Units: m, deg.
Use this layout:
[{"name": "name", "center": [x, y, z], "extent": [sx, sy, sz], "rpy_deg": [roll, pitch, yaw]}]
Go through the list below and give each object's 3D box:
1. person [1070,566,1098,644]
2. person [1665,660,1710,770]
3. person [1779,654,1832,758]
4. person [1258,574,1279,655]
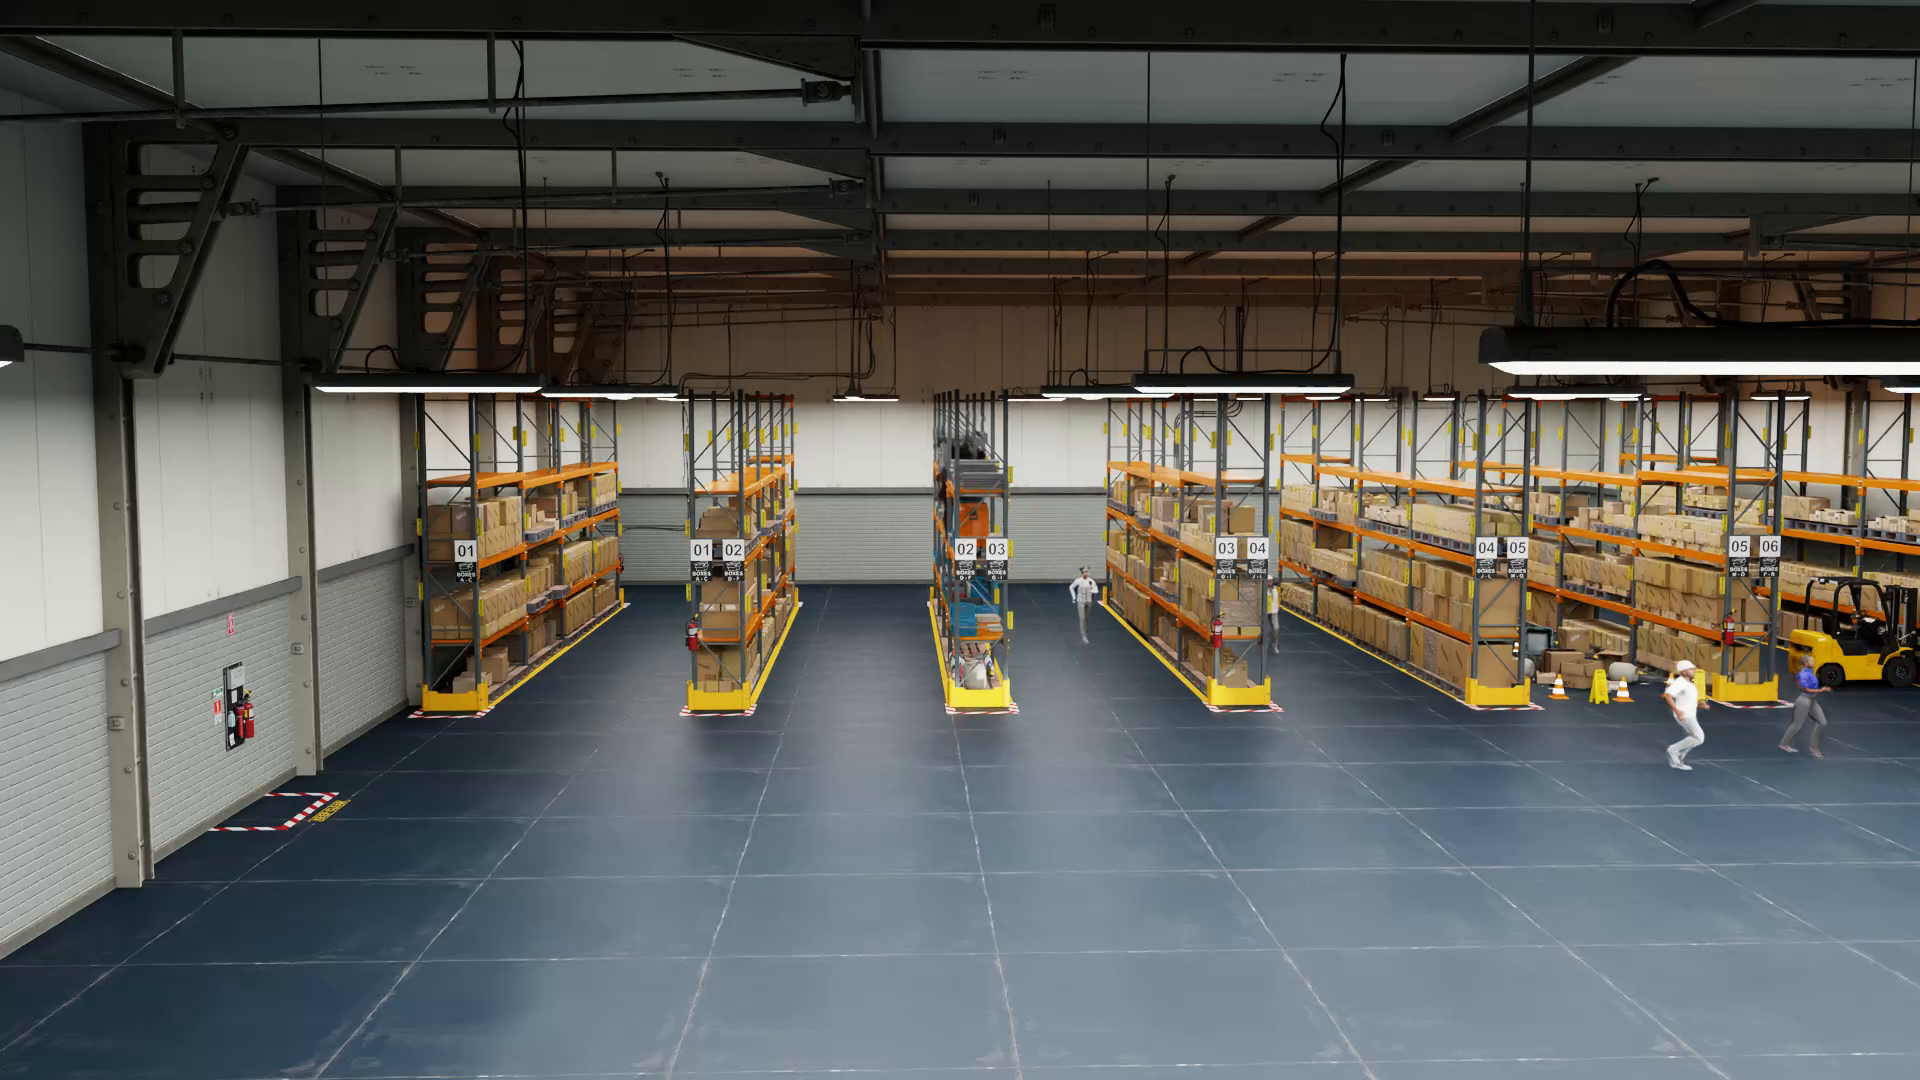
[{"name": "person", "center": [2.870, 1.463, 38.148], "extent": [0.593, 1.741, 0.770], "rpy_deg": [-1, 5, -14]}, {"name": "person", "center": [11.389, 2.741, 26.006], "extent": [0.575, 1.720, 0.706], "rpy_deg": [3, 6, 33]}, {"name": "person", "center": [13.746, 2.708, 27.005], "extent": [0.749, 1.704, 0.542], "rpy_deg": [5, 6, 44]}, {"name": "person", "center": [7.122, 1.693, 38.357], "extent": [0.650, 1.805, 0.826], "rpy_deg": [-1, 5, -11]}]
